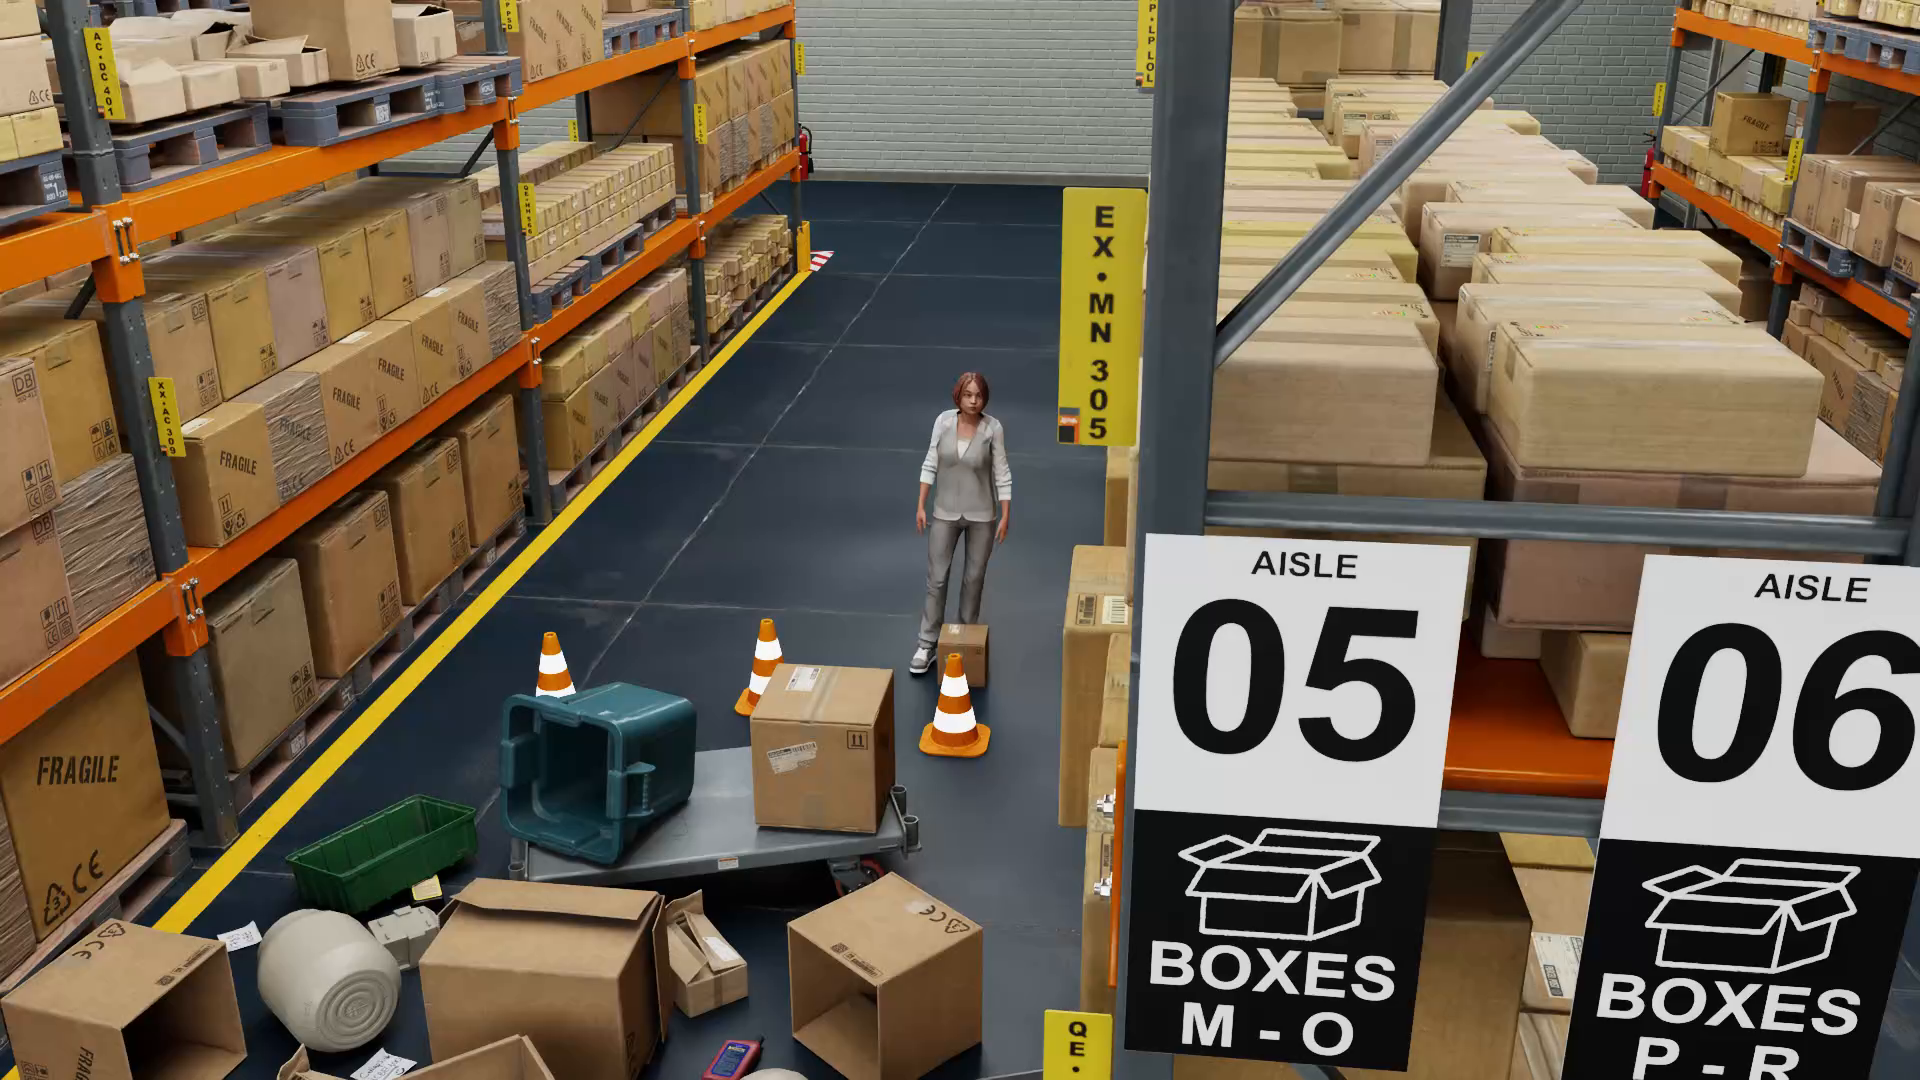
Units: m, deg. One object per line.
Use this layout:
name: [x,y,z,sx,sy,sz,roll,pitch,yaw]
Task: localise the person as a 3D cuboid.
person: [0.005,-0.088,8.797,0.520,1.597,0.474,3,22,6]
